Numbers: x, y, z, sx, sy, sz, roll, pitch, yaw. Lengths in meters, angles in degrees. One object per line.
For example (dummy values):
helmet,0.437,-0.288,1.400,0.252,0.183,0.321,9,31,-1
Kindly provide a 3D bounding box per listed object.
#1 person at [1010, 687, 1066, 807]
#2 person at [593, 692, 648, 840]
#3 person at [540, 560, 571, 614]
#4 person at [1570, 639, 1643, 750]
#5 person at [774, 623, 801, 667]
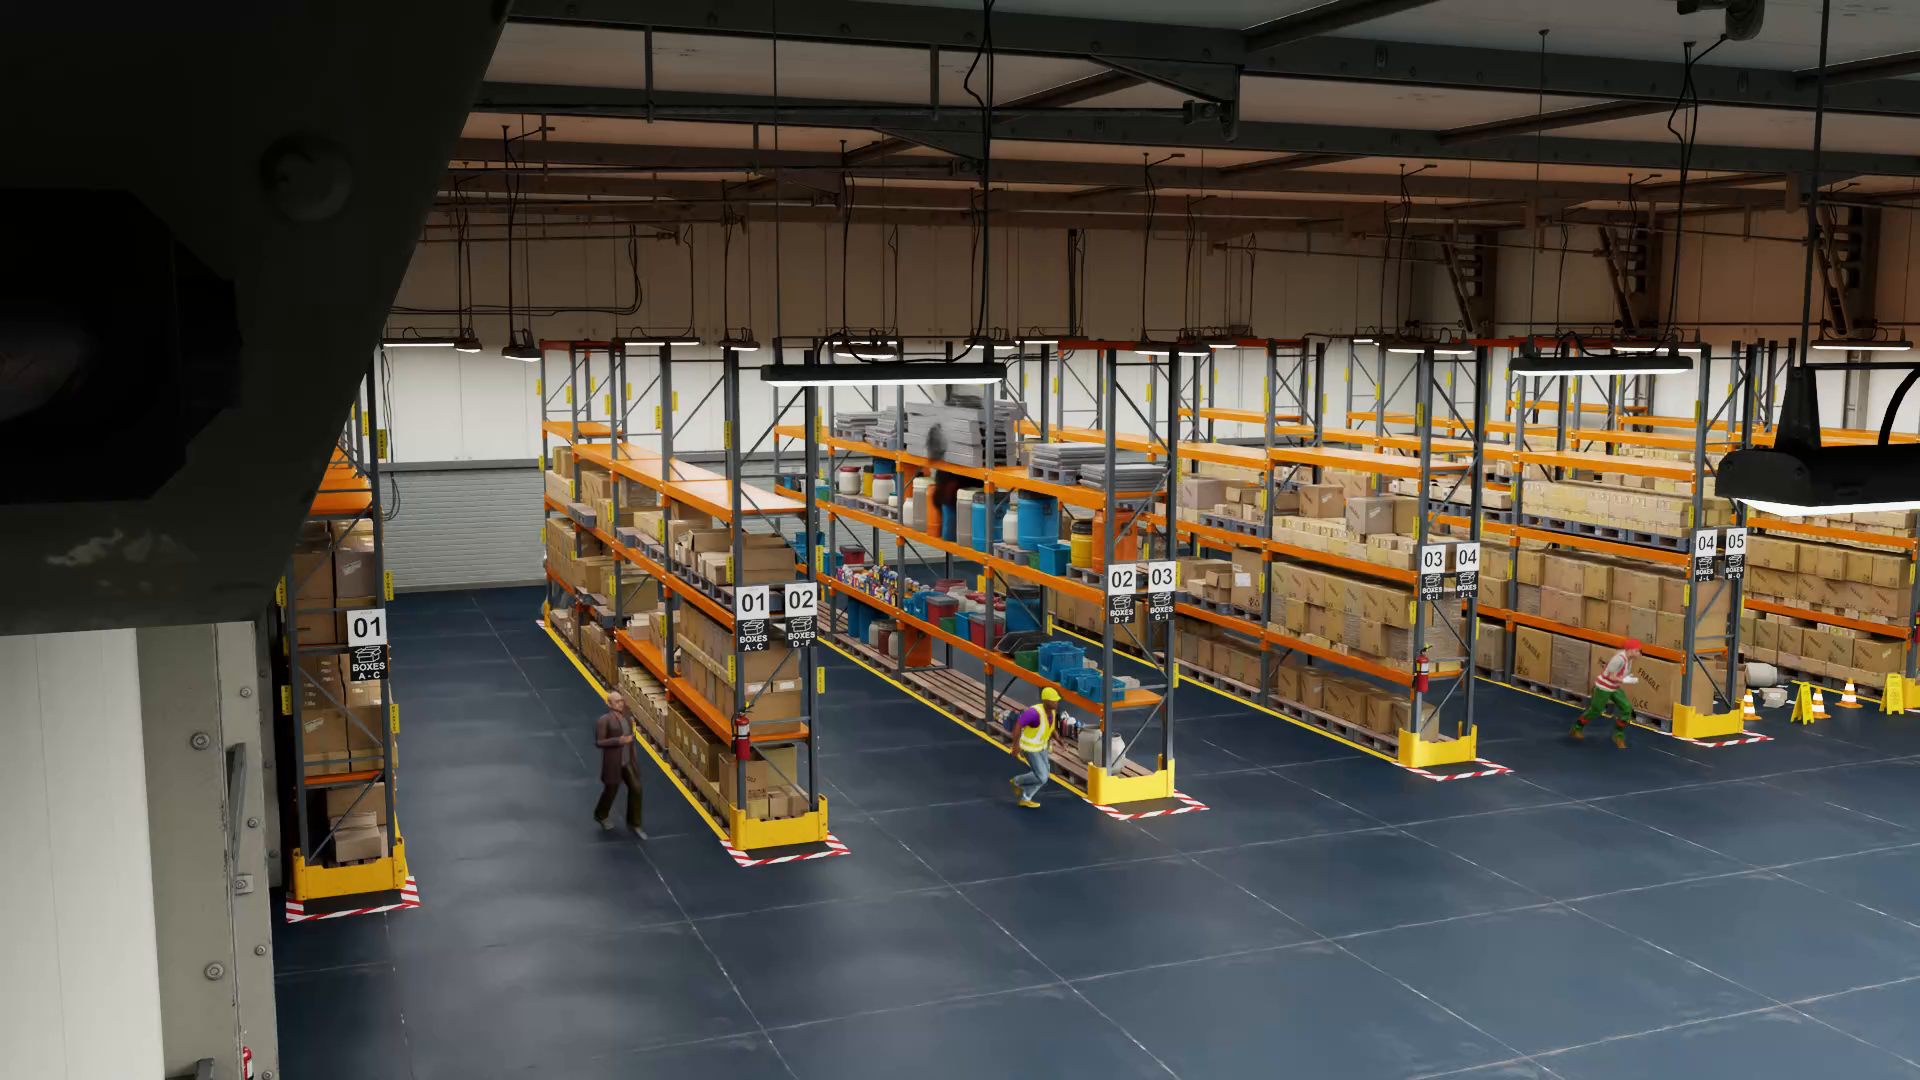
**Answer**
person,0.990,2.710,21.673,0.740,1.633,0.714,6,9,38
person,-4.248,2.780,20.565,0.850,1.840,0.693,6,10,41
person,-8.742,0.795,36.034,0.739,1.796,0.695,-3,8,-19
person,9.706,2.289,24.956,1.030,1.724,0.707,7,10,42
person,-2.858,1.666,27.735,0.638,1.771,0.791,-5,9,-34
